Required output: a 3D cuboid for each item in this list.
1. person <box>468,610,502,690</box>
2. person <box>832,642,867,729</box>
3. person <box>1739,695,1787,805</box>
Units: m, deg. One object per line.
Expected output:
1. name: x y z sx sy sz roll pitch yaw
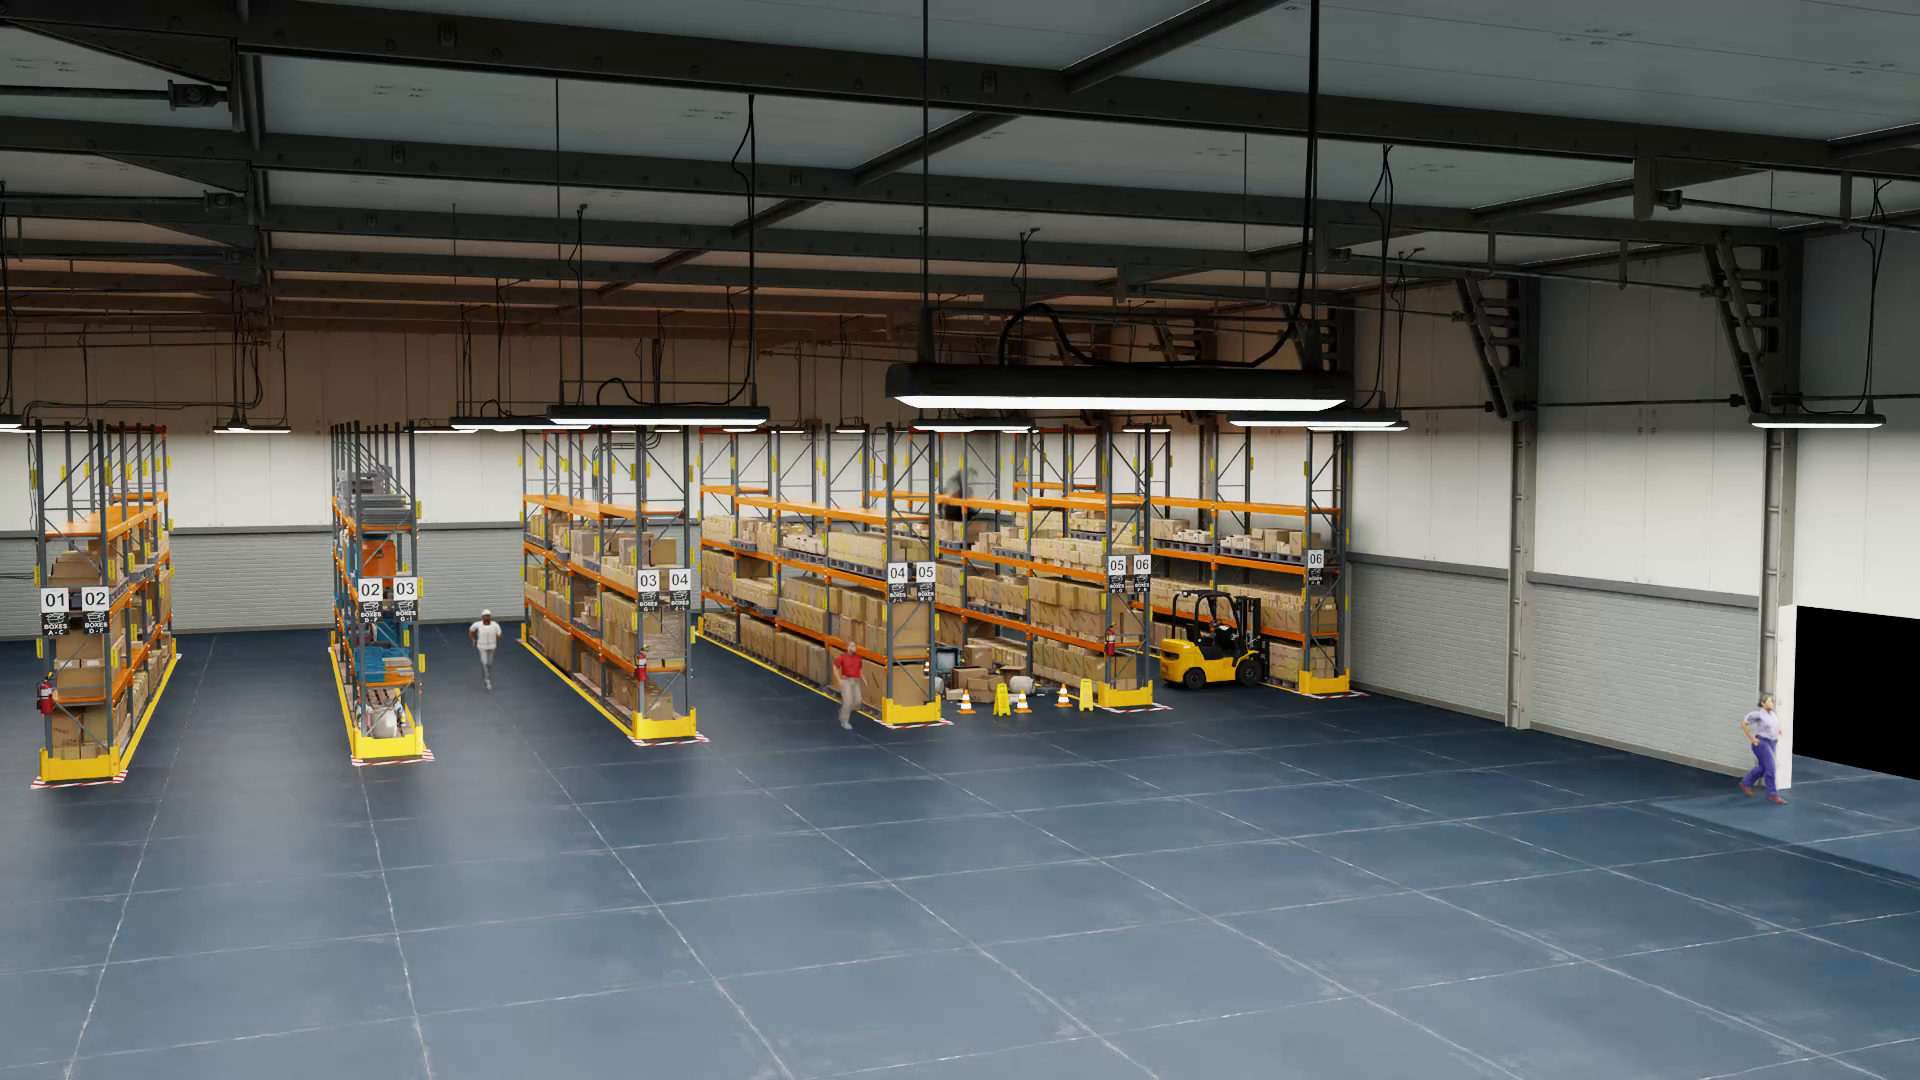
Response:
1. person: -10.759 2.467 37.805 0.697 1.775 0.979 -2 4 -30
2. person: -2.161 2.851 32.795 0.717 1.679 0.539 -3 4 -36
3. person: 12.658 3.248 26.083 0.595 1.633 0.844 -3 4 -36
